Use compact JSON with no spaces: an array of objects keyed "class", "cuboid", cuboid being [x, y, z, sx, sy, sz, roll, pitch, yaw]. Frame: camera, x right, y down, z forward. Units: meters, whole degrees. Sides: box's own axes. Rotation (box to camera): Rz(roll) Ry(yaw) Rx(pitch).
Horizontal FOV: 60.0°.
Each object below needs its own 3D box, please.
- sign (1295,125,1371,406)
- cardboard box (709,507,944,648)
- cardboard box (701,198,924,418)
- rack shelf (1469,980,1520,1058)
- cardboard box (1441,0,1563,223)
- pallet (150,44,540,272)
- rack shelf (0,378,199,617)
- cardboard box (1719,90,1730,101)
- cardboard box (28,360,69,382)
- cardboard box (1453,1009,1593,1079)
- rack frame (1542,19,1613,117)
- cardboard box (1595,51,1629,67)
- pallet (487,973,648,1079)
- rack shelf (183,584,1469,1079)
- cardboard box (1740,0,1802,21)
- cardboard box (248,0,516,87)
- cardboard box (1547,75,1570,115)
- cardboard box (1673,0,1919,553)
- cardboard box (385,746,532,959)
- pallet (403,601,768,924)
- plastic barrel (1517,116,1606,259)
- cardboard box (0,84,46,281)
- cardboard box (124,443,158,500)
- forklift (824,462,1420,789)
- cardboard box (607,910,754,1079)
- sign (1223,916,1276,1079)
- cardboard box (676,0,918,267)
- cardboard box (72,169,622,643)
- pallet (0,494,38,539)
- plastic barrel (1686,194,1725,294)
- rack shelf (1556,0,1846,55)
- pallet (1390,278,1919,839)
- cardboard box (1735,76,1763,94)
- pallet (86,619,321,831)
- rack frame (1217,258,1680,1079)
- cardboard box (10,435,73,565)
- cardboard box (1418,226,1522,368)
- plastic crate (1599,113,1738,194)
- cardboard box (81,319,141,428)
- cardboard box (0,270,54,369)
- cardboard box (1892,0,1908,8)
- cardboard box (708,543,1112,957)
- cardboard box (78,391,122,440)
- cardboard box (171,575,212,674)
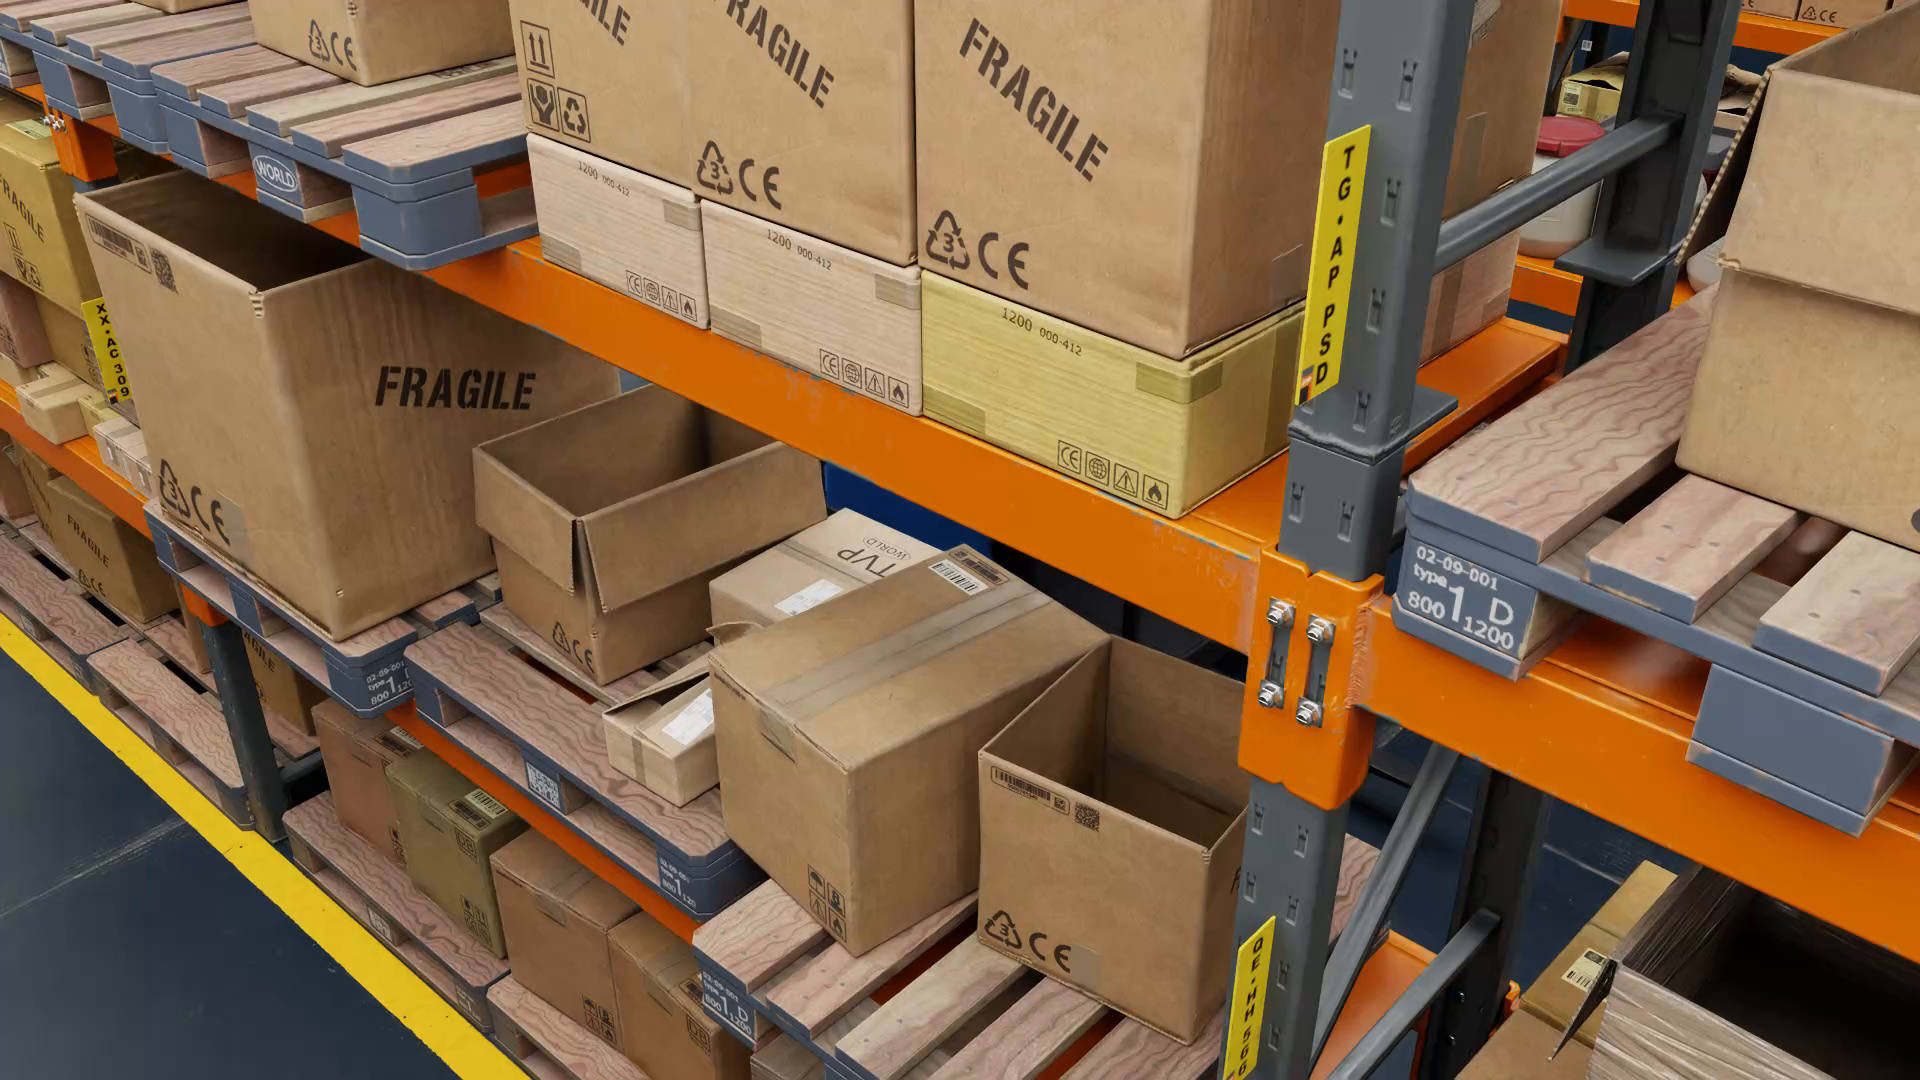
[{"class":"sign","cuboid":[0.441,-0.320,1.964,0.005,0.325,0.100,25,39,35]},{"class":"cardboard box","cuboid":[-0.282,0.196,4.254,0.500,0.250,0.500,24,38,34]},{"class":"cardboard box","cuboid":[-0.088,-0.478,2.873,0.500,0.250,0.500,25,39,35]},{"class":"rack shelf","cuboid":[2.289,1.980,2.250,4.000,0.370,1.077,25,39,35]},{"class":"cardboard box","cuboid":[0.631,-0.823,2.719,0.500,0.500,0.500,25,39,36]},{"class":"pallet","cuboid":[-1.002,-0.997,3.772,1.003,0.211,1.213,25,39,35]},{"class":"rack shelf","cuboid":[-3.642,-0.789,6.849,4.000,0.370,1.077,25,39,35]},{"class":"cardboard box","cuboid":[4.998,-3.020,11.573,0.500,0.311,0.500,25,39,35]},{"class":"cardboard box","cuboid":[-3.197,-0.639,6.147,0.250,0.149,0.380,25,39,35]},{"class":"cardboard box","cuboid":[0.984,1.209,2.736,0.500,0.500,0.500,26,40,36]},{"class":"rack frame","cuboid":[4.491,-4.191,11.804,0.127,3.000,1.000,25,39,35]},{"class":"cardboard box","cuboid":[4.984,-3.403,12.210,0.500,0.311,0.500,25,39,35]},{"class":"pallet","cuboid":[-0.672,1.481,5.085,1.213,0.211,1.003,25,39,35]},{"class":"rack shelf","cuboid":[-0.676,0.596,4.549,4.000,0.370,1.077,25,39,35]},{"class":"cardboard box","cuboid":[5.440,-3.780,11.024,0.500,0.500,0.500,-26,40,-36]},{"class":"cardboard box","cuboid":[-1.178,-1.388,3.731,0.637,0.503,0.797,27,40,37]},{"class":"cardboard box","cuboid":[4.351,-3.470,12.864,0.500,0.250,0.500,25,39,35]},{"class":"cardboard box","cuboid":[1.307,-0.346,2.001,0.797,0.503,0.637,-27,40,-37]},{"class":"cardboard box","cuboid":[-1.377,0.871,5.392,0.500,0.500,0.700,25,39,35]},{"class":"pallet","cuboid":[-0.689,0.393,4.376,1.213,0.211,1.003,25,39,35]},{"class":"plastic barrel","cuboid":[2.591,-1.538,7.265,0.433,0.535,0.433,0,31,0]},{"class":"cardboard box","cuboid":[-3.049,-1.226,5.524,0.500,0.500,0.500,25,39,35]},{"class":"cardboard box","cuboid":[-2.516,-0.259,5.515,0.250,0.149,0.380,25,39,35]},{"class":"forklift","cuboid":[0.800,-0.830,6.287,3.031,2.935,1.130,26,40,36]},{"class":"cardboard box","cuboid":[-0.548,1.257,4.750,0.700,0.500,0.500,-26,39,-36]},{"class":"sign","cuboid":[0.449,0.728,2.586,0.005,0.325,0.100,25,39,35]},{"class":"cardboard box","cuboid":[-0.103,-0.805,2.689,0.500,0.500,0.500,25,39,35]},{"class":"cardboard box","cuboid":[-1.664,-0.513,4.705,1.000,1.000,1.000,25,39,35]},{"class":"pallet","cuboid":[-4.490,-0.273,7.999,1.213,0.211,1.003,25,39,35]},{"class":"plastic barrel","cuboid":[3.224,-1.236,6.787,0.421,0.512,0.421,0,31,0]},{"class":"rack shelf","cuboid":[5.974,-3.191,10.840,4.000,0.370,1.077,25,39,35]},{"class":"pallet","cuboid":[1.319,-0.022,2.153,1.003,0.211,1.213,27,40,37]},{"class":"cardboard box","cuboid":[5.742,-3.052,11.626,0.500,0.311,0.500,25,39,35]},{"class":"pallet","cuboid":[-2.681,0.571,6.597,1.213,0.211,1.003,25,39,35]},{"class":"rack frame","cuboid":[0.806,0.980,3.214,0.127,3.000,1.000,25,39,35]},{"class":"cardboard box","cuboid":[-3.756,-0.258,7.286,0.500,0.500,0.500,-25,39,-35]},{"class":"cardboard box","cuboid":[0.629,-0.501,2.911,0.500,0.250,0.500,26,40,36]},{"class":"plastic crate","cuboid":[3.137,-1.618,7.467,0.583,0.464,0.402,25,39,35]},{"class":"cardboard box","cuboid":[-2.451,-0.754,5.709,0.500,0.500,0.875,25,39,35]},{"class":"cardboard box","cuboid":[-3.237,-1.075,6.242,0.500,0.500,0.875,25,39,35]},{"class":"cardboard box","cuboid":[6.202,-3.424,10.433,0.500,0.500,0.500,23,38,33]},{"class":"cardboard box","cuboid":[-0.102,0.430,3.622,0.700,0.500,0.500,-23,38,-33]},{"class":"cardboard box","cuboid":[-2.840,-0.459,5.847,0.250,0.149,0.380,25,39,35]},{"class":"cardboard box","cuboid":[-2.859,0.137,6.630,0.500,0.500,0.500,-16,35,-25]}]
